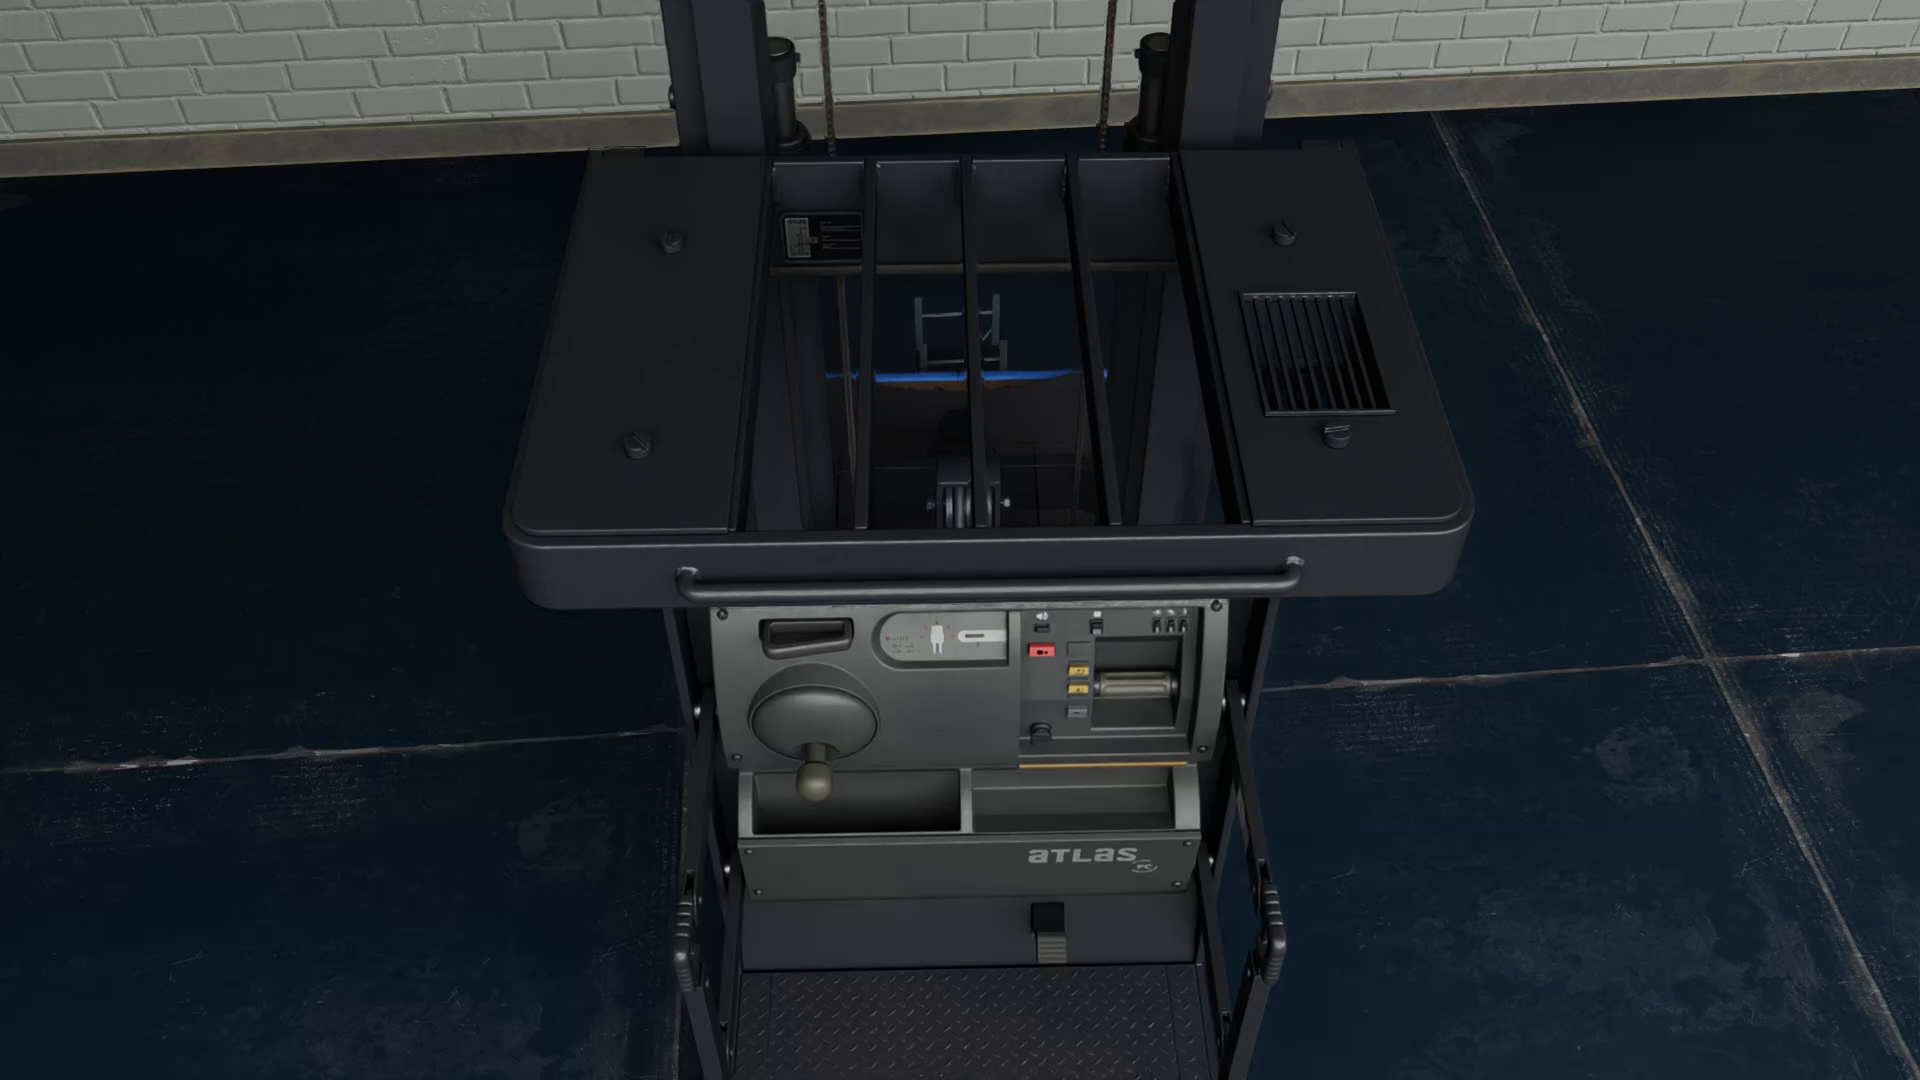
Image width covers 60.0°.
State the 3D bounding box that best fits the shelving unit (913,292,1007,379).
[{"bbox_3d":[0.001,-0.304,4.918,0.258,0.900,0.210,-3,47,-3],"label":"shelving unit"}]

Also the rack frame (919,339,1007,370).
[{"bbox_3d":[0.009,-0.230,4.848,0.240,0.900,0.006,-3,47,-3],"label":"rack frame"}]

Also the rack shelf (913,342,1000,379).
[{"bbox_3d":[0.001,-0.466,4.746,0.258,0.077,0.200,-3,47,-3],"label":"rack shelf"}]

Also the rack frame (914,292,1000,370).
[{"bbox_3d":[-0.008,-0.377,4.987,0.240,0.900,0.006,-3,47,-3],"label":"rack frame"}]

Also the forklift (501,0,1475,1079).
[{"bbox_3d":[0.025,0.369,2.881,1.130,2.935,3.031,-1,47,-1],"label":"forklift"}]
